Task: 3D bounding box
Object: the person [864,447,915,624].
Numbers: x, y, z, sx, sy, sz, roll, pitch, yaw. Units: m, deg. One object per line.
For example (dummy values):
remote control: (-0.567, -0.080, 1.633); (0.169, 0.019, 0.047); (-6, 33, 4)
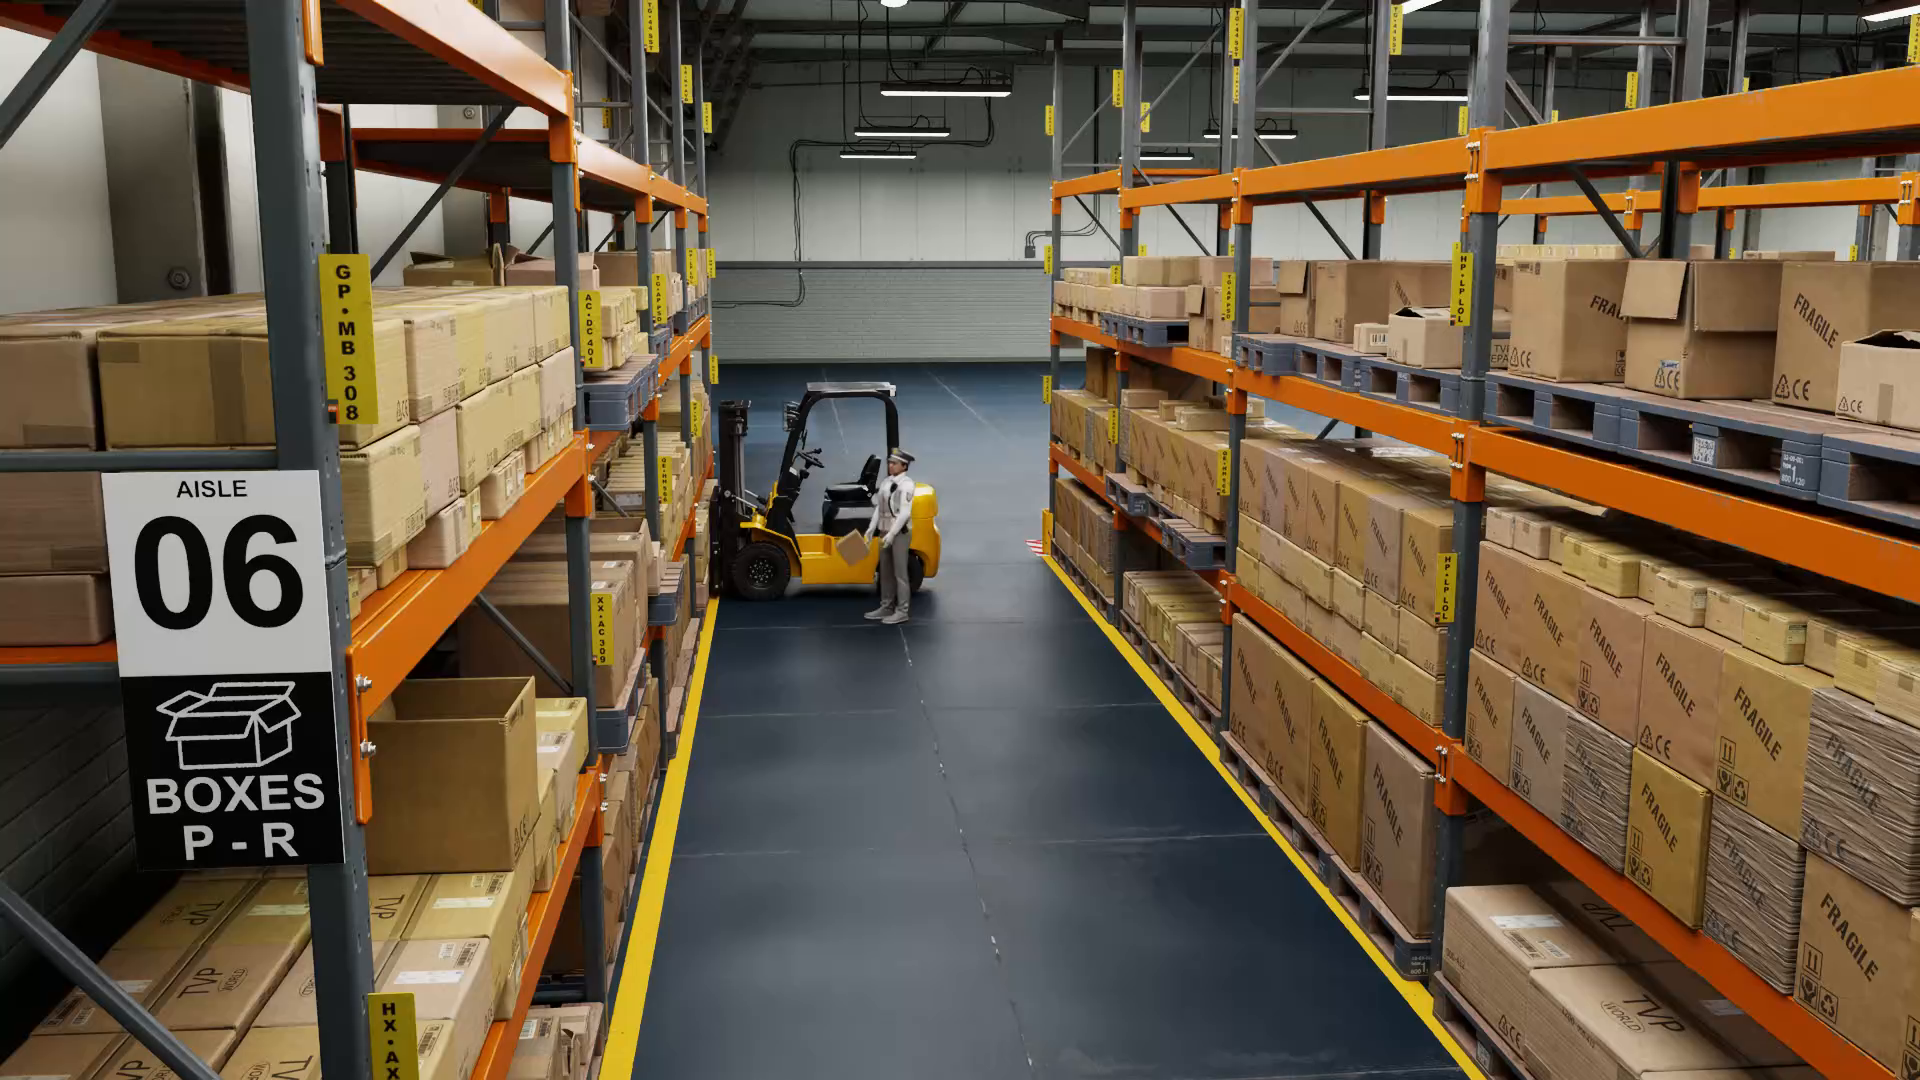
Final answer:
person: (-0.656, -0.050, 16.018); (0.452, 1.702, 0.538); (-7, 12, -34)
